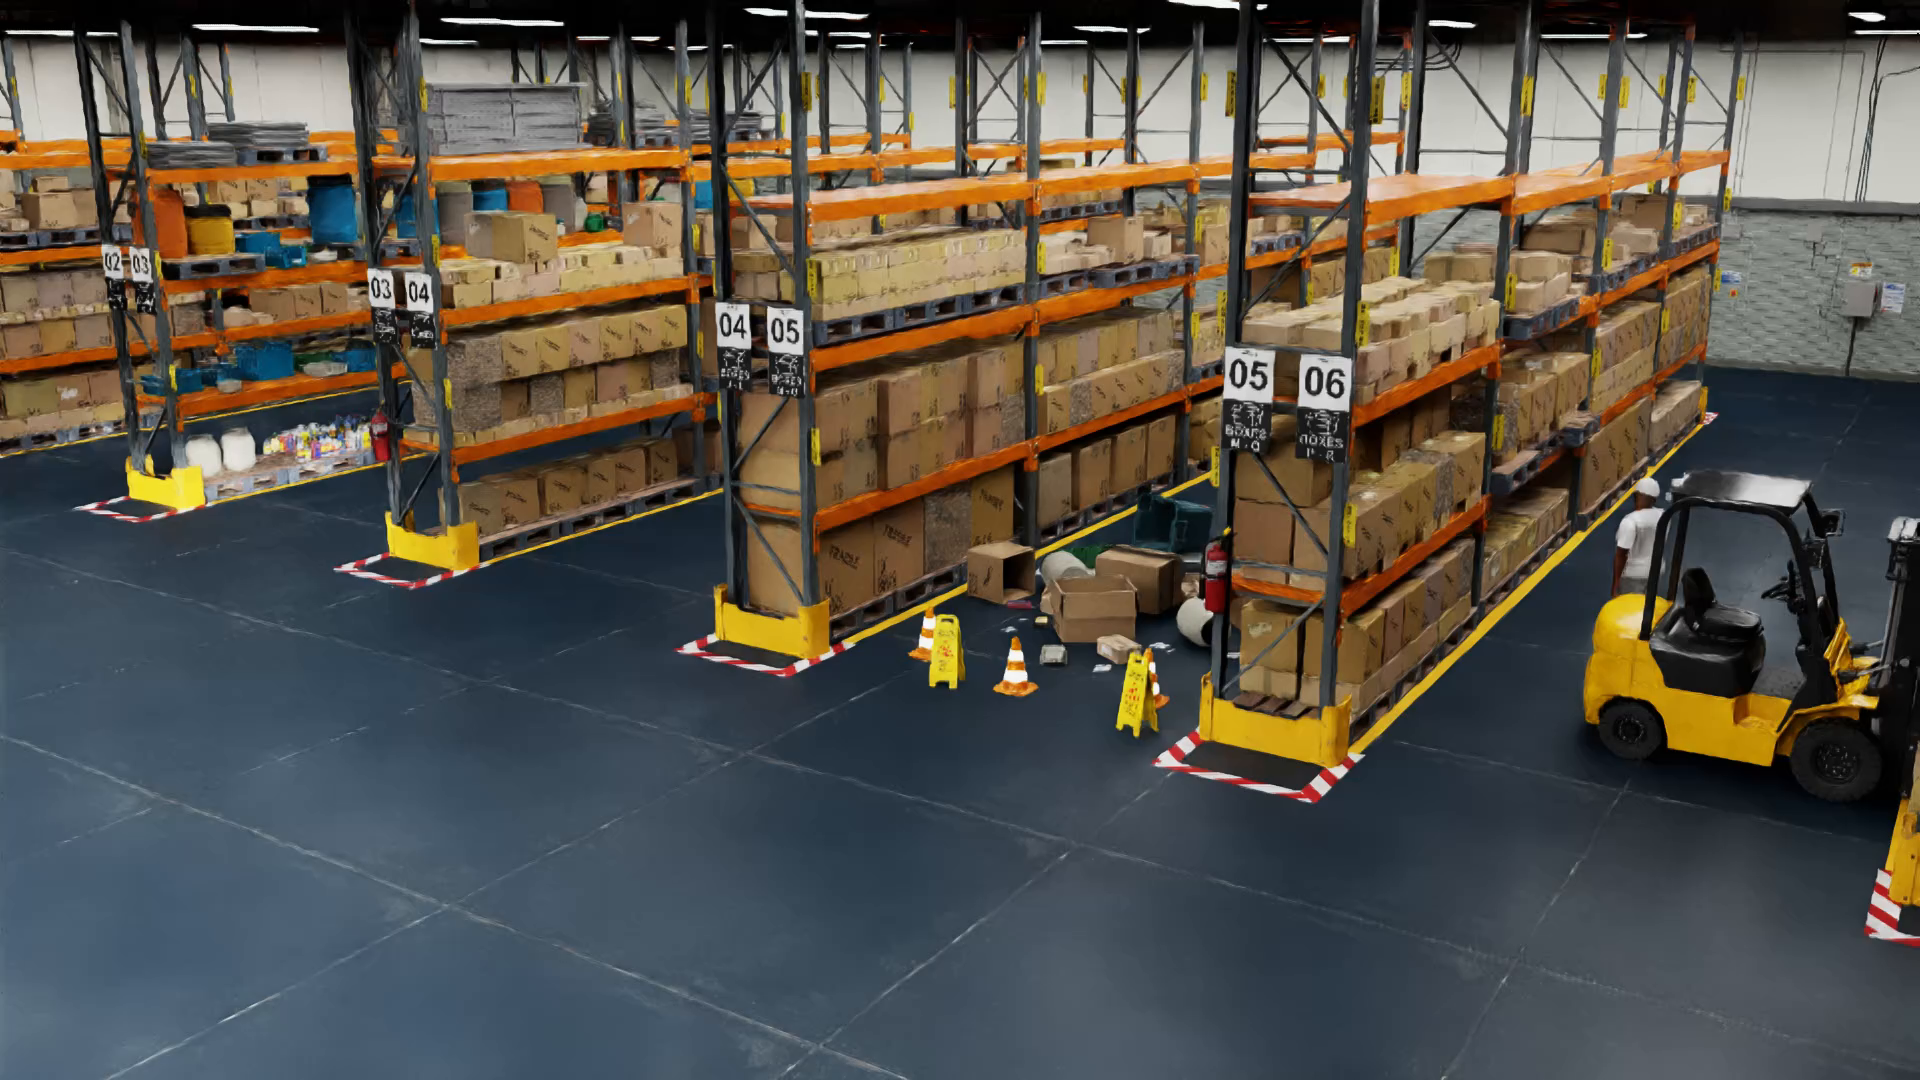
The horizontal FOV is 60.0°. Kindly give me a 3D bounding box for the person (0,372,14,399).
[{"bbox_3d":[-15.658,-3.051,27.212,0.660,1.586,0.785,3,16,12],"label":"person"}]

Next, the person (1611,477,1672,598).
[{"bbox_3d":[5.982,0.296,14.806,0.624,1.764,0.503,-8,17,-27],"label":"person"}]
